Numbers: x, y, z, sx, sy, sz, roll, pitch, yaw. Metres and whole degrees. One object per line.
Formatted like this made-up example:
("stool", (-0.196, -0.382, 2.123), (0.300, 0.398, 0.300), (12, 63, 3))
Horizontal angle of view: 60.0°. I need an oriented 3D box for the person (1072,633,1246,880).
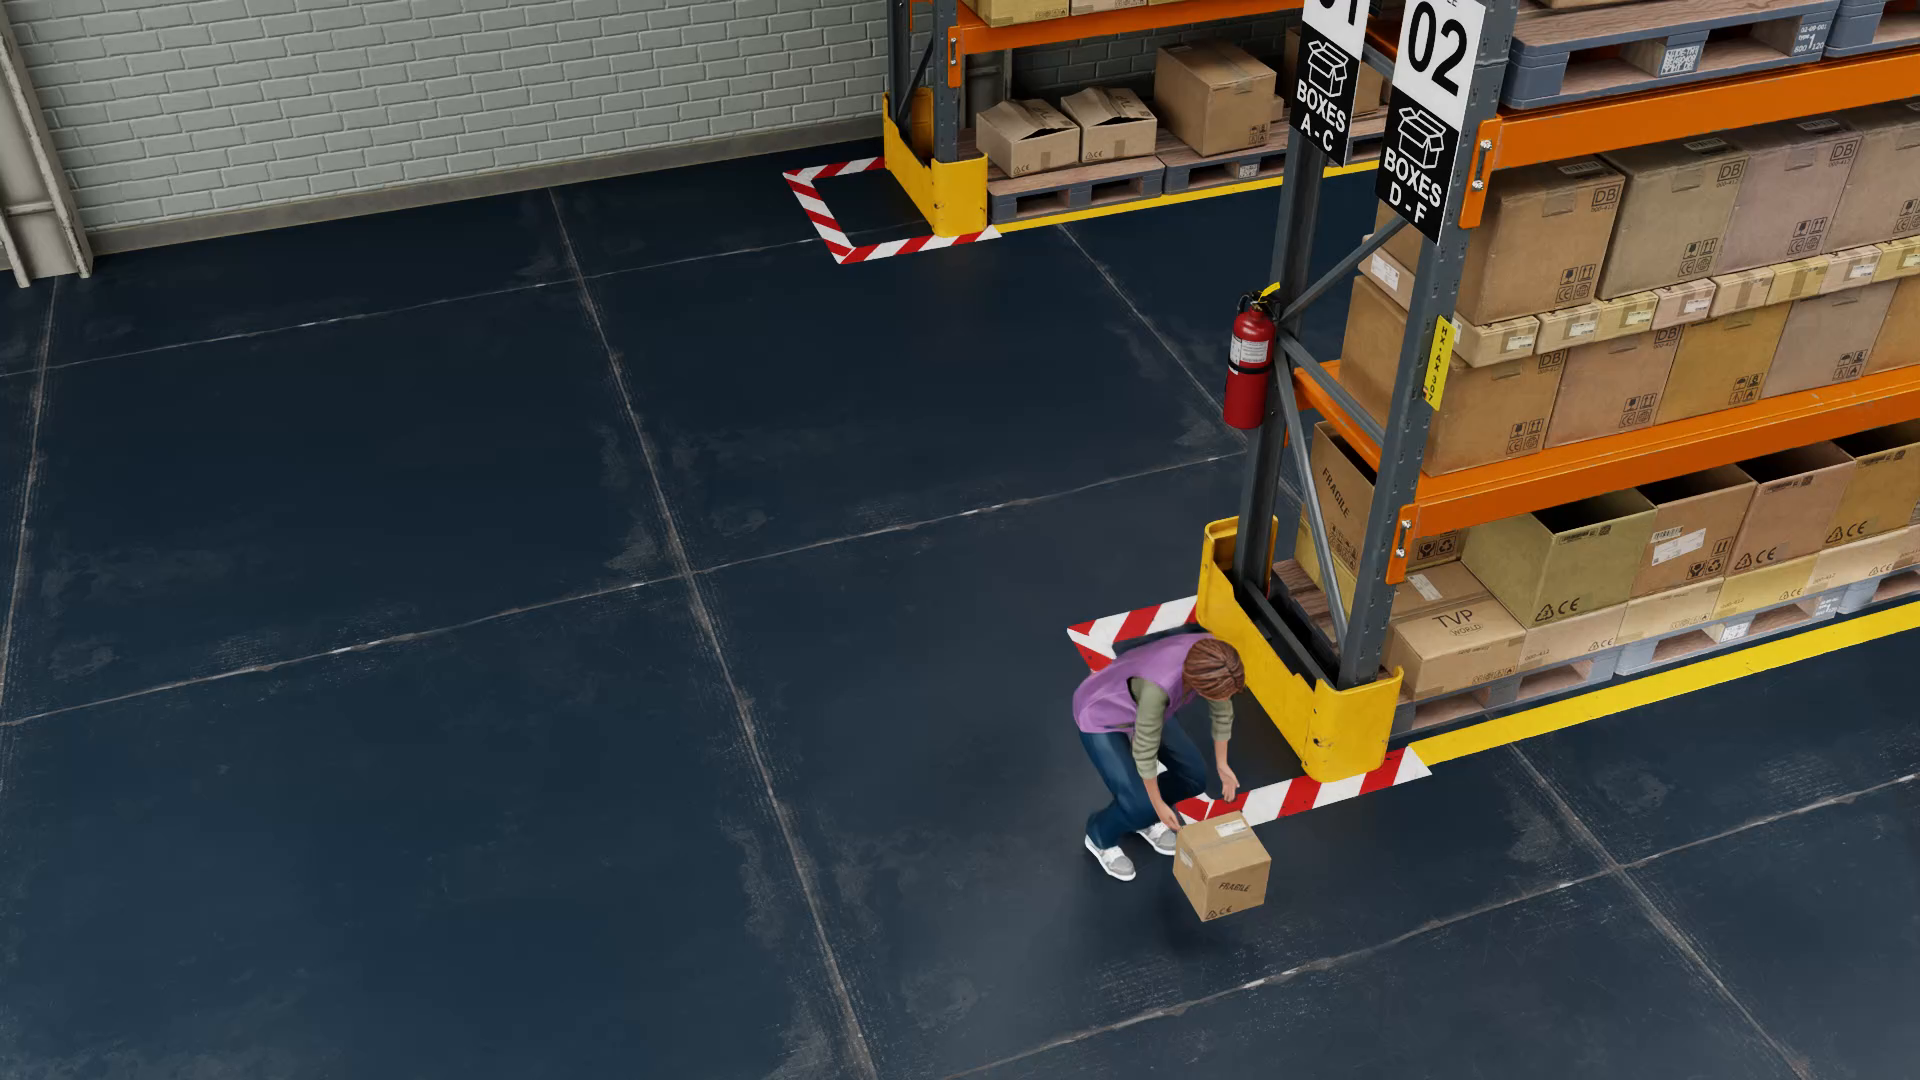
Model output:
("person", (0.733, 0.736, 6.146), (0.463, 1.245, 0.685), (-25, 45, -28))
